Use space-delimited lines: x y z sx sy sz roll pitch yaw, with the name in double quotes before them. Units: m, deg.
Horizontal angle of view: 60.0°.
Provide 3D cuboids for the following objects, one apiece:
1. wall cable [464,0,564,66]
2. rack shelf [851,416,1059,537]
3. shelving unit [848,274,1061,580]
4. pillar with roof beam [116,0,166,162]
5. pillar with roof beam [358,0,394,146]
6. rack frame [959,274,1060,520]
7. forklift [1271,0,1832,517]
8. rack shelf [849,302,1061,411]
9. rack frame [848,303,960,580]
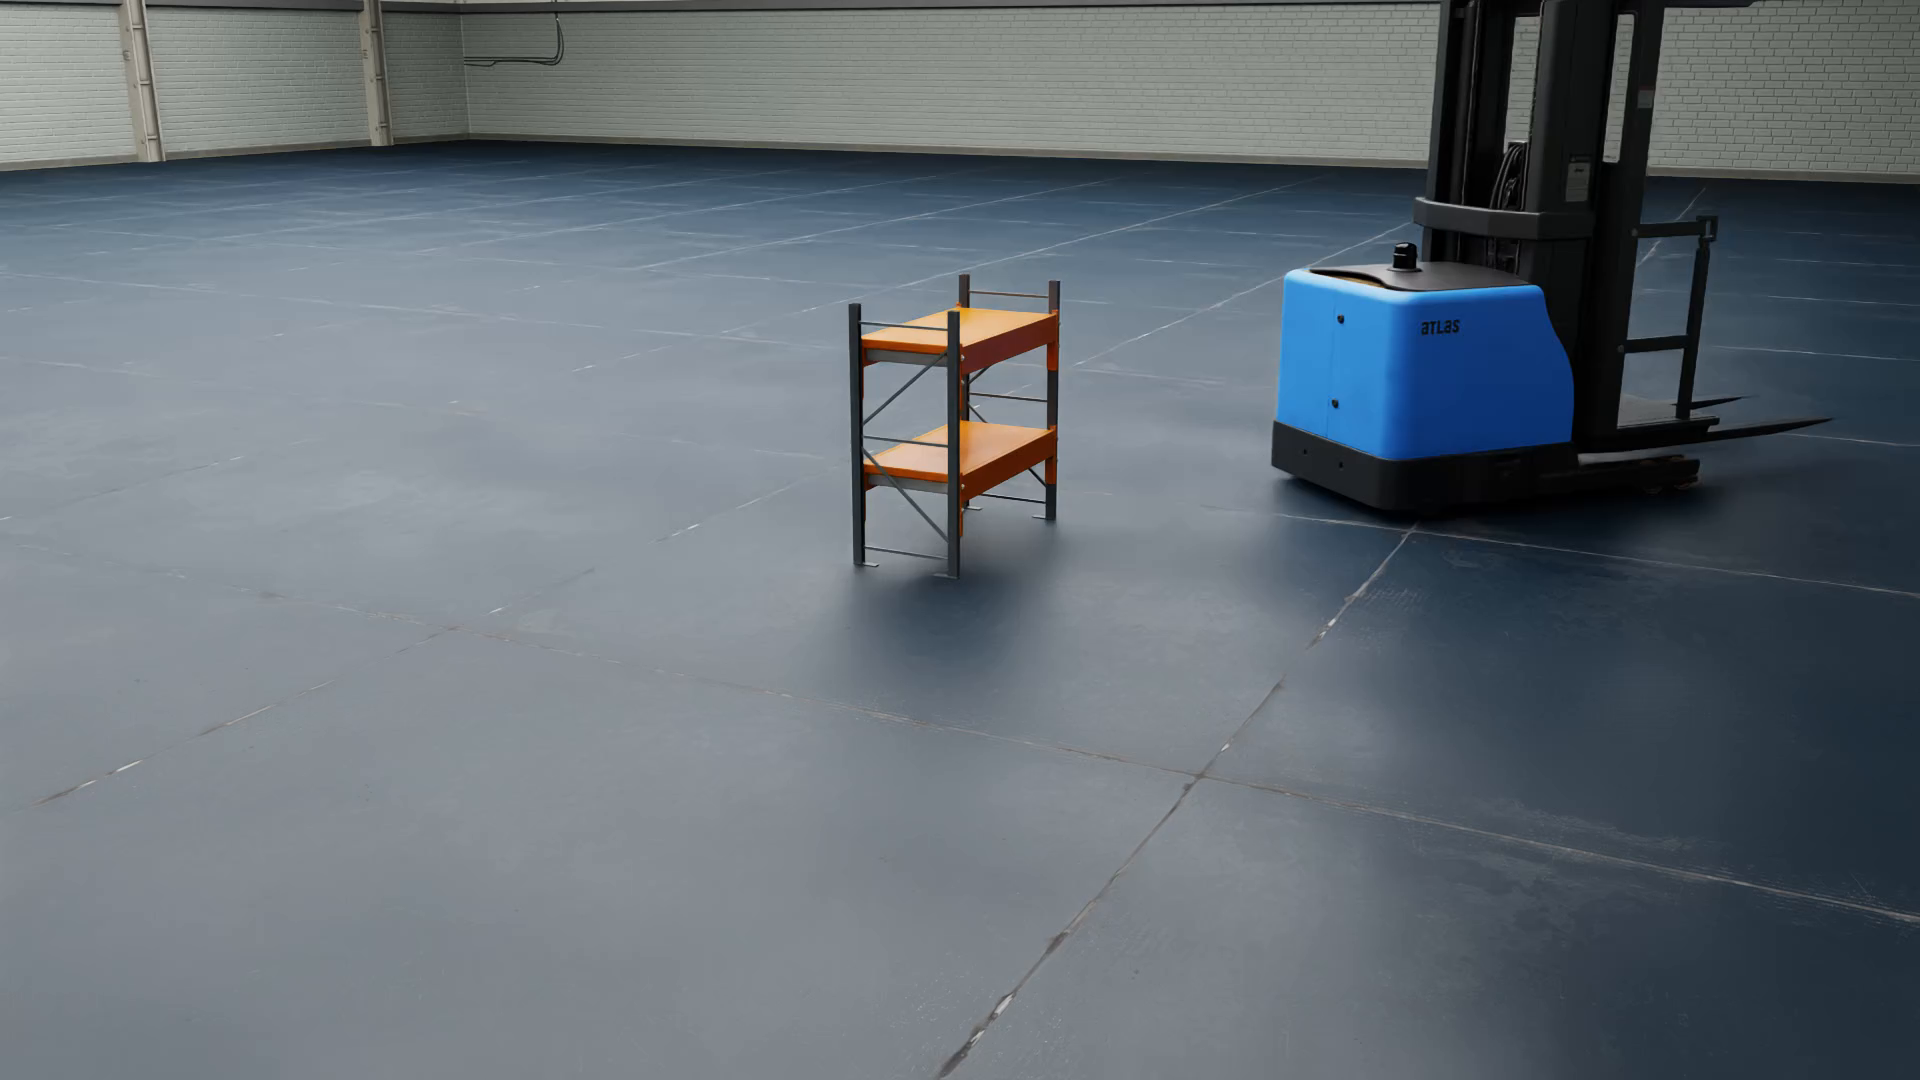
"wall cable" -10.478 -12.271 38.489 3.097 2.526 0.112 8 18 25
"rack shelf" -0.003 -0.303 7.428 0.538 0.278 1.000 8 18 25
"shelving unit" -0.003 -0.537 7.358 0.538 1.125 1.048 8 18 25
"pillar with roof beam" -11.807 -11.102 29.097 9.100 9.000 0.400 8 18 25
"pillar with roof beam" -9.126 -12.630 34.243 9.100 9.000 0.400 8 18 25
"rack frame" 0.224 -0.667 7.794 0.500 1.125 0.032 8 18 25
"forklift" 3.170 -1.766 8.323 3.031 2.935 1.130 -7 18 -22
"rack shelf" -0.003 -0.818 7.275 0.538 0.278 1.000 8 18 25
"rack frame" -0.230 -0.408 6.922 0.500 1.125 0.032 8 18 25
